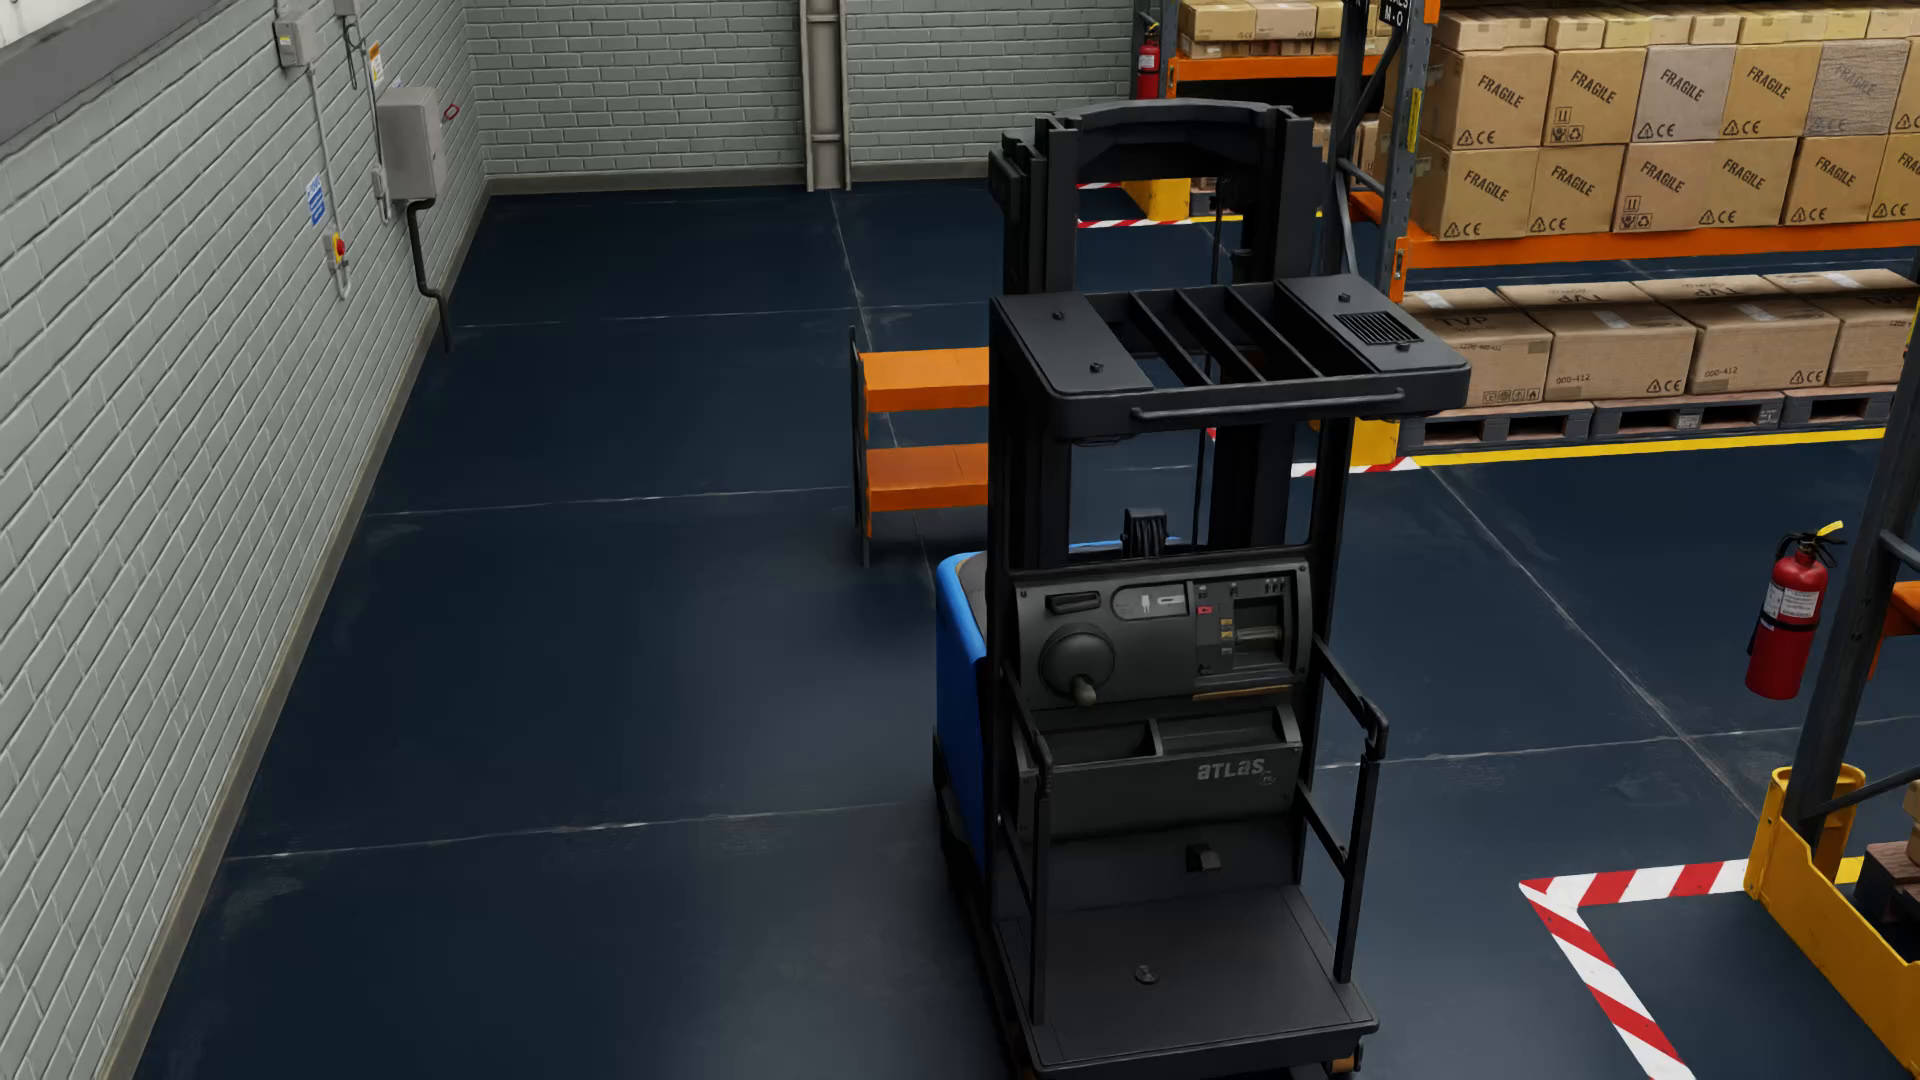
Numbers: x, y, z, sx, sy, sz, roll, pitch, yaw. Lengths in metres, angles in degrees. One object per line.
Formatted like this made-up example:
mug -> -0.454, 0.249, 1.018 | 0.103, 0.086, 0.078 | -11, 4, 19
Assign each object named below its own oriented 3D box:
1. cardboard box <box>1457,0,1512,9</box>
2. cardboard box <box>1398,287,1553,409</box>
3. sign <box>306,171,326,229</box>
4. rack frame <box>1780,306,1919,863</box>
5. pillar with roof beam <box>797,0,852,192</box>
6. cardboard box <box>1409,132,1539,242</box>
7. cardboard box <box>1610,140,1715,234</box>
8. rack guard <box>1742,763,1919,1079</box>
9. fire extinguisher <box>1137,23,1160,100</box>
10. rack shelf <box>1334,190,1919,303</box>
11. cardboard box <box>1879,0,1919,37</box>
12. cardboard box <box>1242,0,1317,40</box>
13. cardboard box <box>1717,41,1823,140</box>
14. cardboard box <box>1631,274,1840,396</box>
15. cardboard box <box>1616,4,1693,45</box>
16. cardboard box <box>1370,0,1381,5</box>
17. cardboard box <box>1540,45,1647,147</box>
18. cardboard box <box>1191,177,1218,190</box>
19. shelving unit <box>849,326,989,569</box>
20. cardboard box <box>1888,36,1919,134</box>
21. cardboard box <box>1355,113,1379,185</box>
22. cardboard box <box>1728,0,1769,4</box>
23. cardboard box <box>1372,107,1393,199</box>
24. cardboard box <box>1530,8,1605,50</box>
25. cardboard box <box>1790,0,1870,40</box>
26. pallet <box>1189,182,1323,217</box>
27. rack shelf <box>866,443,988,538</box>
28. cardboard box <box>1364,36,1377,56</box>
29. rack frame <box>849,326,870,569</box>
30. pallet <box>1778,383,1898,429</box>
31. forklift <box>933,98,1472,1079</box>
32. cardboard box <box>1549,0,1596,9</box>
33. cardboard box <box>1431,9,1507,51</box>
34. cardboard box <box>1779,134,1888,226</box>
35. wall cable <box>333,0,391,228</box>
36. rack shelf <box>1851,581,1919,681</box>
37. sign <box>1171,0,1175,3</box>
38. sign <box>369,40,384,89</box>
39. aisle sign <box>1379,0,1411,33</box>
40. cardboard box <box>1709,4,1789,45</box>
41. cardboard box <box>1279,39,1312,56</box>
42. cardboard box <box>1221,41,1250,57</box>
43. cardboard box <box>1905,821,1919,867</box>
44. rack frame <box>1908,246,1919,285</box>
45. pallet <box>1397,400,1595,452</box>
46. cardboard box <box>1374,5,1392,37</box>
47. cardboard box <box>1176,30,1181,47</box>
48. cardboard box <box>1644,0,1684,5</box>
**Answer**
cardboard box -> 2.883, -2.950, 9.298 | 0.250, 0.149, 0.380 | -3, 27, -6
cardboard box -> 2.947, -1.165, 10.082 | 0.875, 0.438, 0.875 | -5, 28, -9
sign -> -3.327, -1.757, 8.592 | 0.001, 0.218, 0.327 | -4, 27, -7
rack frame -> 3.097, 0.200, 5.074 | 0.127, 3.000, 1.000 | -4, 27, -7
pillar with roof beam -> -0.584, -5.234, 9.093 | 0.400, 9.000, 9.100 | -4, 27, -7
cardboard box -> 2.822, -1.977, 9.207 | 0.500, 0.500, 0.500 | -4, 27, -8
cardboard box -> 3.826, -2.046, 9.341 | 0.500, 0.500, 0.500 | -4, 27, -7
rack guard -> 3.172, 1.307, 5.655 | 0.348, 0.500, 1.175 | -4, 27, -7
fire extinguisher -> 1.531, -3.856, 13.473 | 0.183, 0.674, 0.296 | -4, 27, -7
rack shelf -> 4.288, -1.838, 9.835 | 4.000, 0.370, 1.077 | -4, 27, -7
cardboard box -> 5.235, -2.897, 9.195 | 0.250, 0.149, 0.380 | -4, 27, -8
cardboard box -> 2.598, -4.280, 13.644 | 0.500, 0.250, 0.500 | -3, 27, -7
cardboard box -> 4.335, -2.527, 9.184 | 0.500, 0.500, 0.500 | -4, 27, -7
cardboard box -> 4.745, -1.284, 10.313 | 0.875, 0.438, 0.875 | -4, 27, -9
cardboard box -> 3.731, -2.786, 8.978 | 0.250, 0.149, 0.380 | -3, 27, -7
cardboard box -> 3.584, -4.677, 13.596 | 0.500, 0.500, 0.500 | -3, 27, -6
cardboard box -> 3.333, -2.458, 9.051 | 0.500, 0.500, 0.500 | -4, 27, -9
cardboard box -> 2.231, -3.347, 14.262 | 0.637, 0.503, 0.797 | -5, 28, -9
shelving unit -> -0.007, -0.500, 8.492 | 1.048, 1.125, 0.538 | -4, 27, -7
cardboard box -> 5.336, -2.592, 9.310 | 0.500, 0.500, 0.500 | -4, 27, -8
cardboard box -> 3.620, -3.371, 14.312 | 0.500, 0.500, 0.500 | -3, 27, -6
cardboard box -> 4.408, -3.073, 9.537 | 0.250, 0.149, 0.380 | -4, 27, -7
cardboard box -> 2.748, -2.226, 9.693 | 0.500, 0.500, 0.500 | -4, 27, -7
cardboard box -> 3.220, -2.720, 8.850 | 0.250, 0.149, 0.380 | -3, 27, -6
cardboard box -> 4.733, -2.847, 9.098 | 0.250, 0.149, 0.380 | -4, 27, -8
pallet -> 2.476, -3.090, 14.542 | 1.213, 0.211, 1.003 | -4, 27, -7
rack shelf -> -0.007, -0.282, 8.604 | 1.000, 0.278, 0.538 | -4, 27, -7
cardboard box -> 3.258, -4.120, 13.768 | 0.250, 0.149, 0.380 | -4, 27, -9
rack frame -> -0.510, -0.468, 8.429 | 0.032, 1.125, 0.500 | -4, 27, -7
pallet -> 5.504, -1.032, 10.530 | 1.213, 0.211, 1.003 | -4, 27, -7
forklift -> 0.670, 0.325, 4.906 | 1.130, 2.935, 3.031 | -5, 28, -9
cardboard box -> 3.382, -3.002, 9.399 | 0.250, 0.149, 0.380 | -3, 27, -6
cardboard box -> 2.697, -2.707, 8.824 | 0.250, 0.149, 0.380 | -3, 27, -6
cardboard box -> 4.840, -2.111, 9.470 | 0.500, 0.500, 0.500 | -4, 27, -8
wall cable -> -3.483, -2.755, 9.720 | 0.122, 1.984, 0.588 | -4, 27, -7
rack shelf -> 5.077, 0.393, 5.487 | 4.000, 0.370, 1.077 | -4, 27, -7
sign -> 1.688, -4.415, 13.120 | 0.005, 0.325, 0.100 | -4, 27, -7
sign -> -3.619, -2.950, 10.309 | 0.001, 0.242, 0.339 | -4, 27, -7
aisle sign -> 2.276, -3.052, 8.565 | 0.004, 0.787, 0.394 | -4, 27, -7
cardboard box -> 4.239, -2.786, 8.979 | 0.250, 0.149, 0.380 | -4, 27, -8
cardboard box -> 2.735, -4.118, 13.765 | 0.250, 0.149, 0.380 | -3, 27, -5
cardboard box -> 2.221, -4.097, 13.725 | 0.250, 0.149, 0.380 | -3, 27, -6
cardboard box -> 3.589, 1.154, 5.878 | 0.250, 0.149, 0.380 | -3, 27, -6
rack frame -> 6.268, -2.286, 9.919 | 0.127, 3.000, 1.000 | -4, 27, -7
pallet -> 3.088, -0.877, 10.228 | 1.213, 0.211, 1.003 | -4, 27, -7
cardboard box -> 3.603, -4.356, 13.792 | 0.500, 0.250, 0.500 | -4, 27, -8
cardboard box -> 1.903, -4.306, 14.131 | 0.250, 0.149, 0.380 | -4, 27, -8
cardboard box -> 3.890, -3.029, 9.451 | 0.250, 0.149, 0.380 | -3, 27, -6
